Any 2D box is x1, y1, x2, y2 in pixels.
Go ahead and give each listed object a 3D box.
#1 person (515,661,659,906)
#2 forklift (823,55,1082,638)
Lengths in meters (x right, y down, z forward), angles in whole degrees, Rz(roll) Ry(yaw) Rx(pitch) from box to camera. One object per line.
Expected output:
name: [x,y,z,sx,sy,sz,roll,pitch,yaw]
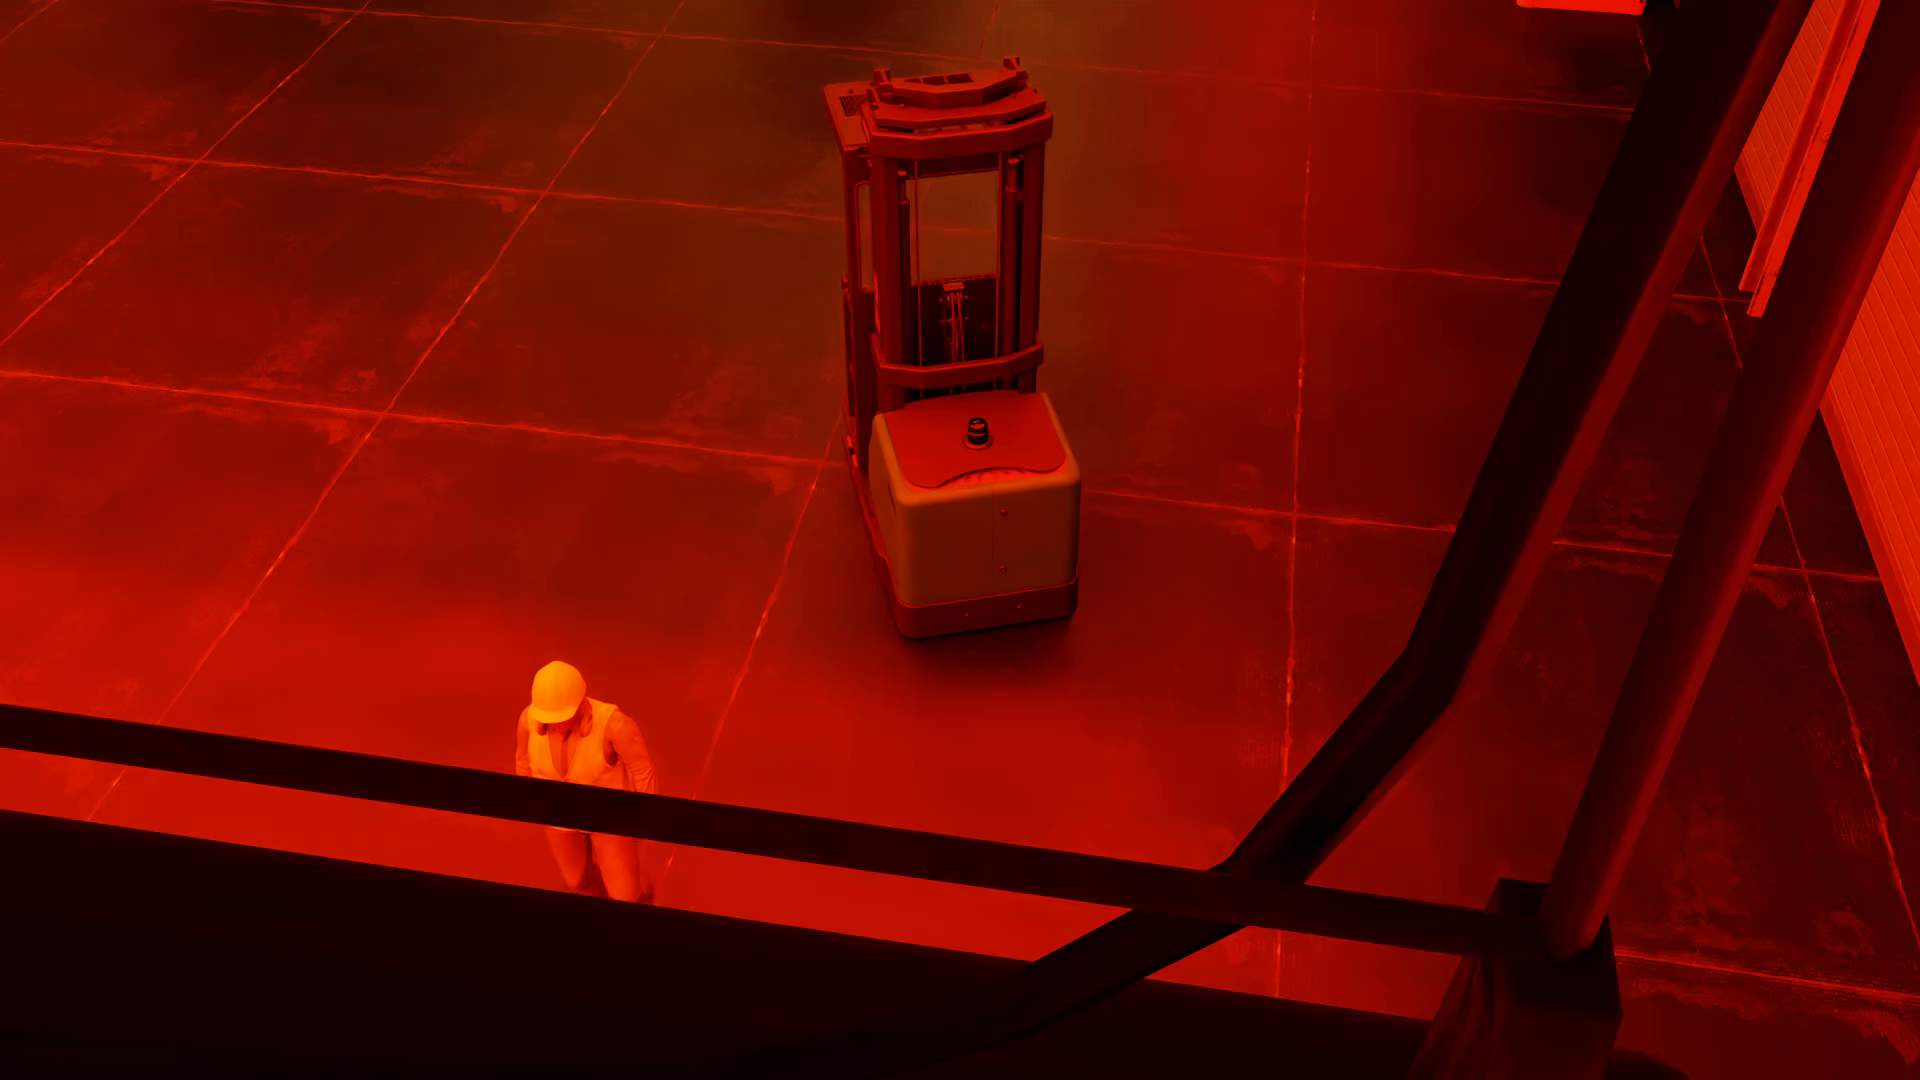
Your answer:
person: [-1.659,1.224,7.374,0.655,1.757,0.484,3,41,4]
forklift: [-0.139,-1.528,9.634,1.130,2.935,3.031,-8,42,-9]
